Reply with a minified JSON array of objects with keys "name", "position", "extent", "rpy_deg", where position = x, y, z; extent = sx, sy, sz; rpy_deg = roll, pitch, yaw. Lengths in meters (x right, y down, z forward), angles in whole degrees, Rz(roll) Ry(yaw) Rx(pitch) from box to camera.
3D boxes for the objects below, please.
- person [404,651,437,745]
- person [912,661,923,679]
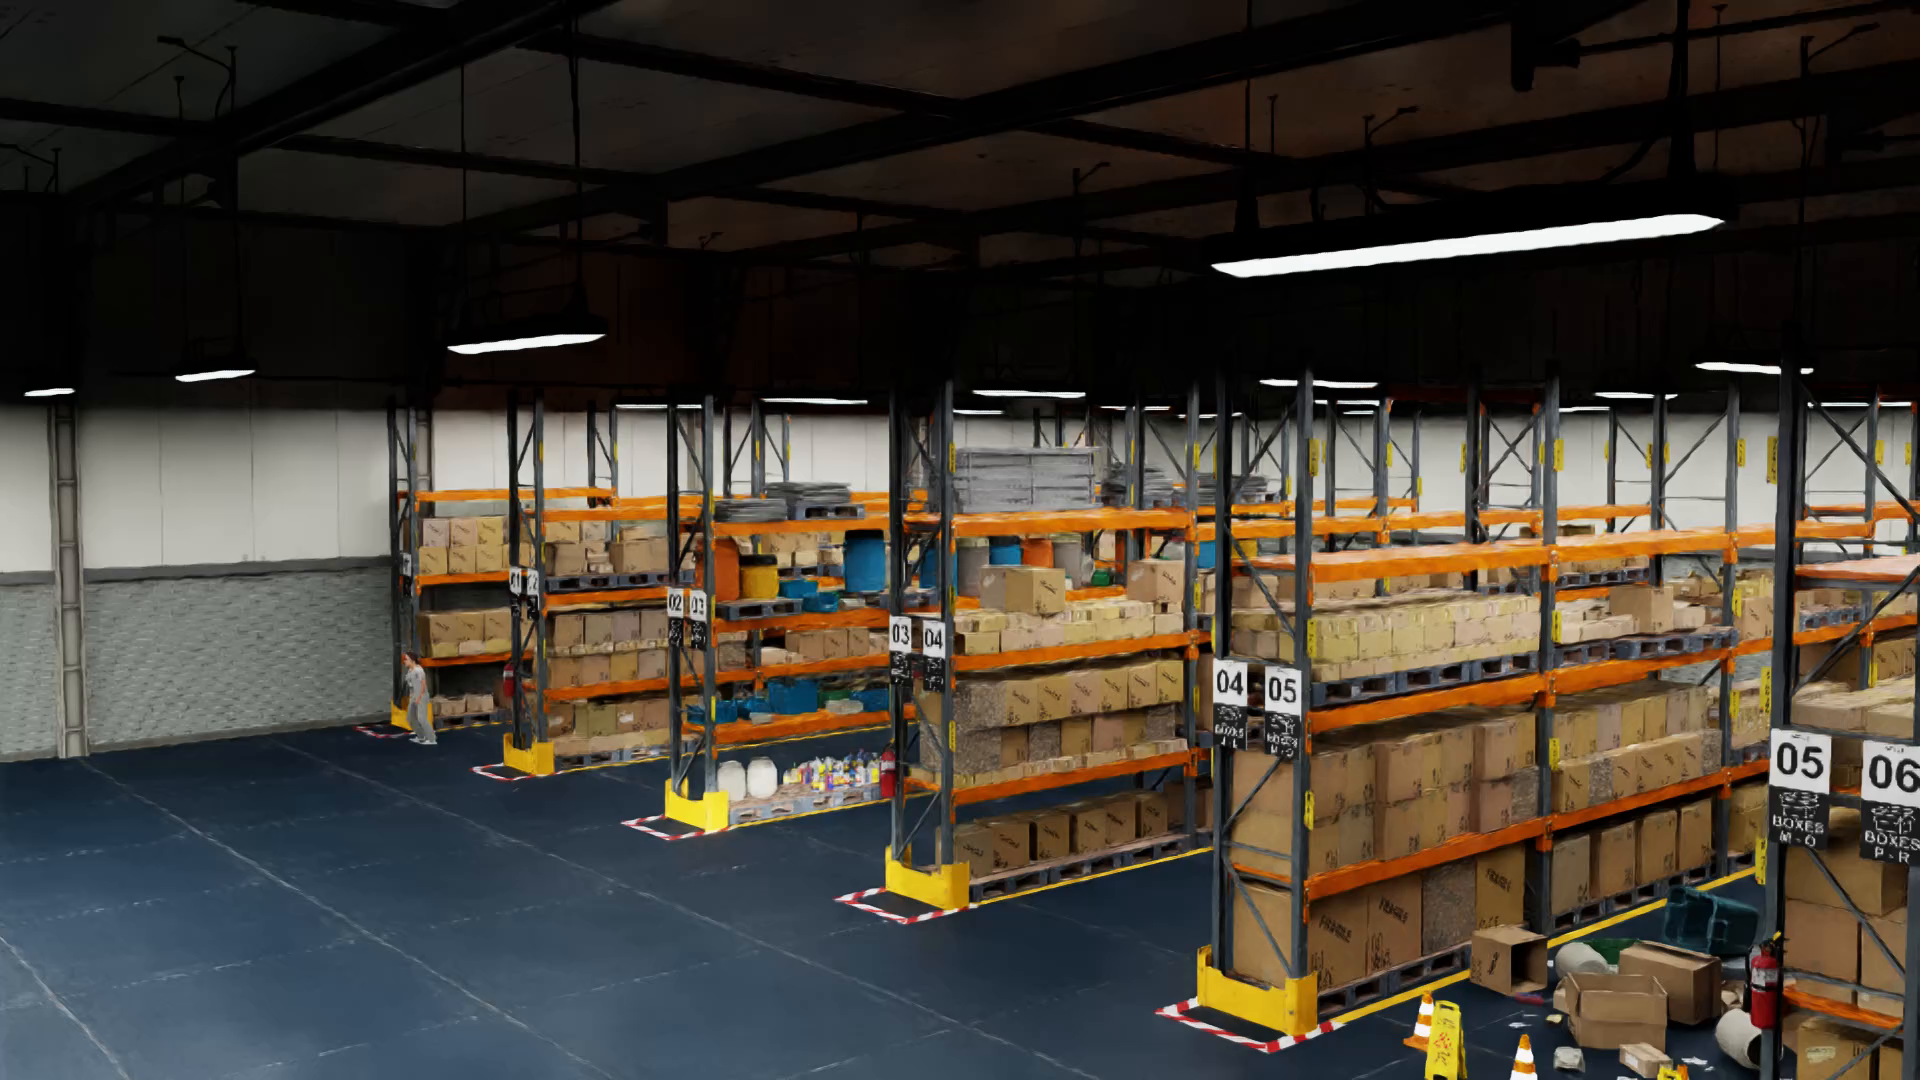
[{"name":"person","position":[-9.254,2.701,28.462],"extent":[0.507,1.619,0.580],"rpy_deg":[-3,4,-41]},{"name":"person","position":[-0.764,2.351,33.500],"extent":[0.549,1.735,0.702],"rpy_deg":[-3,4,-40]}]
